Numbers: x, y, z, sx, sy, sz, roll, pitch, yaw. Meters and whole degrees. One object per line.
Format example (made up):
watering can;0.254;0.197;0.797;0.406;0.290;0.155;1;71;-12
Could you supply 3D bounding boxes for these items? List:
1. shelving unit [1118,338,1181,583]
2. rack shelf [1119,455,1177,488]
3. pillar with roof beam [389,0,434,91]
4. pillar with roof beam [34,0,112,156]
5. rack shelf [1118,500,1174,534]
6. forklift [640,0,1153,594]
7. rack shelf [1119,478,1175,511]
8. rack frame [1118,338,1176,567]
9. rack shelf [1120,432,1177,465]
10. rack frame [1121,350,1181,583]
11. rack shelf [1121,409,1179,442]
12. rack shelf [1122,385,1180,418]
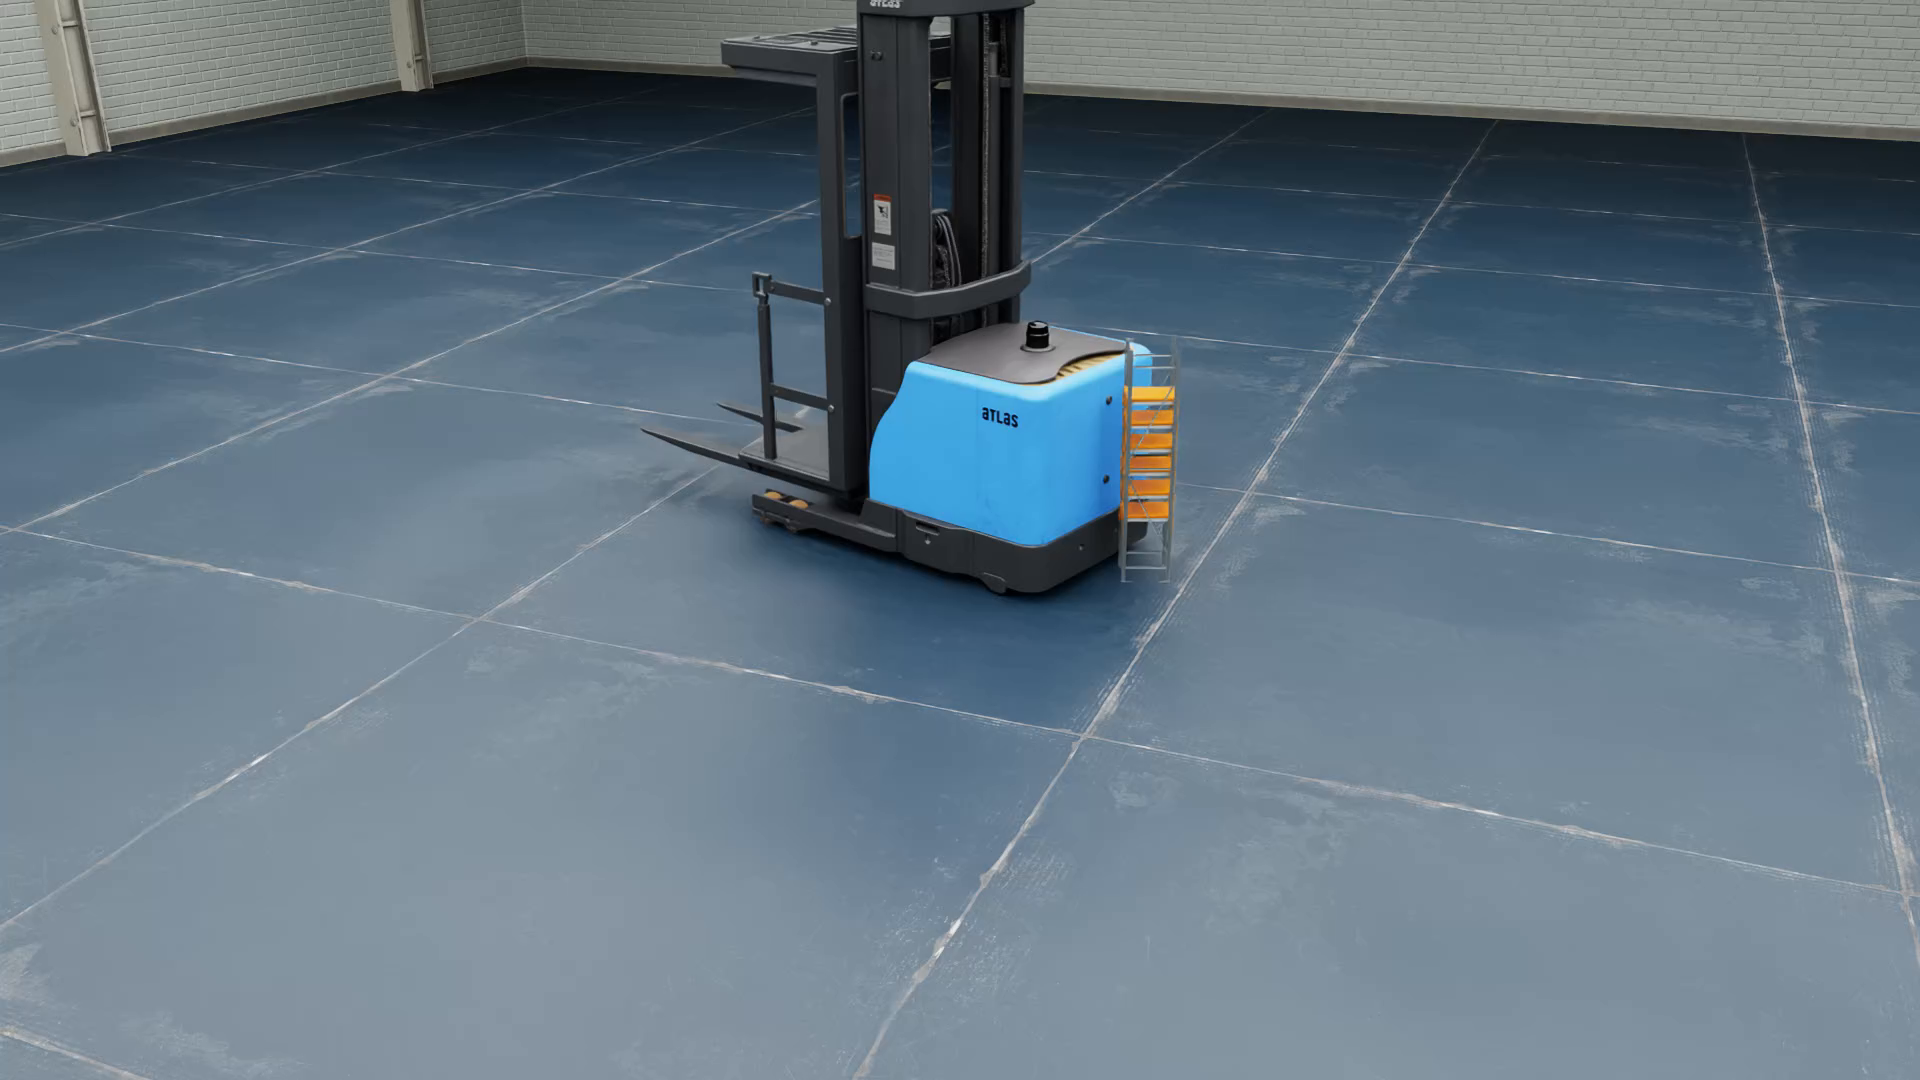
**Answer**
shelving unit;0.914;-0.375;8.083;0.258;1.200;0.189;0;24;0
rack shelf;0.914;-0.334;8.100;0.258;0.103;0.180;0;24;0
pillar with roof beam;-4.141;-10.293;21.716;9.100;9.000;0.400;9;24;20
pillar with roof beam;-6.369;-8.146;16.576;9.100;9.000;0.400;9;24;20
rack shelf;0.916;-0.115;8.198;0.258;0.103;0.180;0;24;0
forklift;-0.490;-1.539;8.631;3.031;2.935;1.130;17;28;35
rack shelf;0.915;-0.224;8.149;0.258;0.103;0.180;0;24;0
rack frame;0.914;-0.412;8.166;0.240;1.200;0.006;0;24;0
rack shelf;0.913;-0.444;8.052;0.258;0.103;0.180;0;24;0
rack frame;0.914;-0.338;7.999;0.240;1.200;0.006;0;24;0
rack shelf;0.912;-0.553;8.003;0.258;0.103;0.180;0;24;0
rack shelf;0.911;-0.663;7.955;0.258;0.103;0.180;0;24;0
